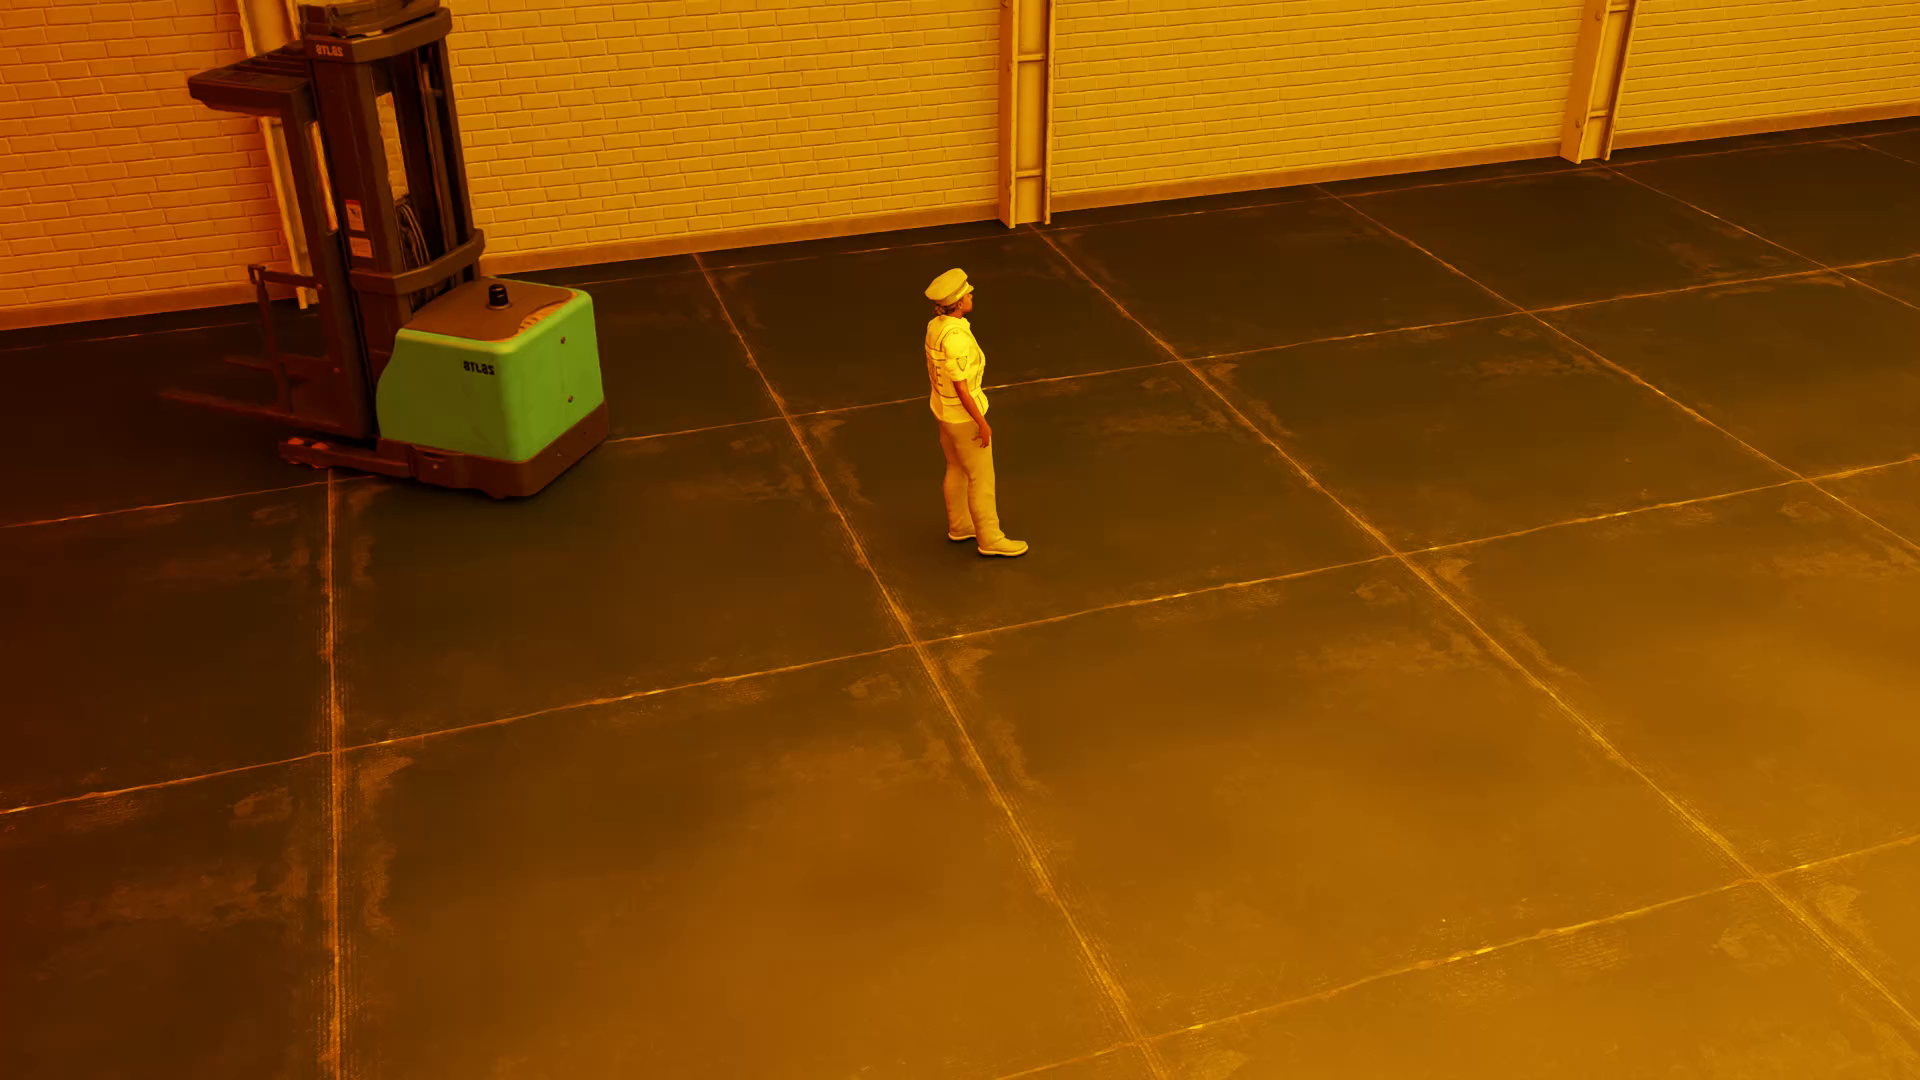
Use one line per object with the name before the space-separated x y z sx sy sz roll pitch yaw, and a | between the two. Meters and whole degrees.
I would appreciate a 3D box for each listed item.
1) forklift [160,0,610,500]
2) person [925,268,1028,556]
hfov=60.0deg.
forklift | -3.912 -1.968 10.507 3.031 2.935 1.130 10 32 18
person | 0.077 -0.742 9.605 0.530 1.692 0.570 -10 31 -16
